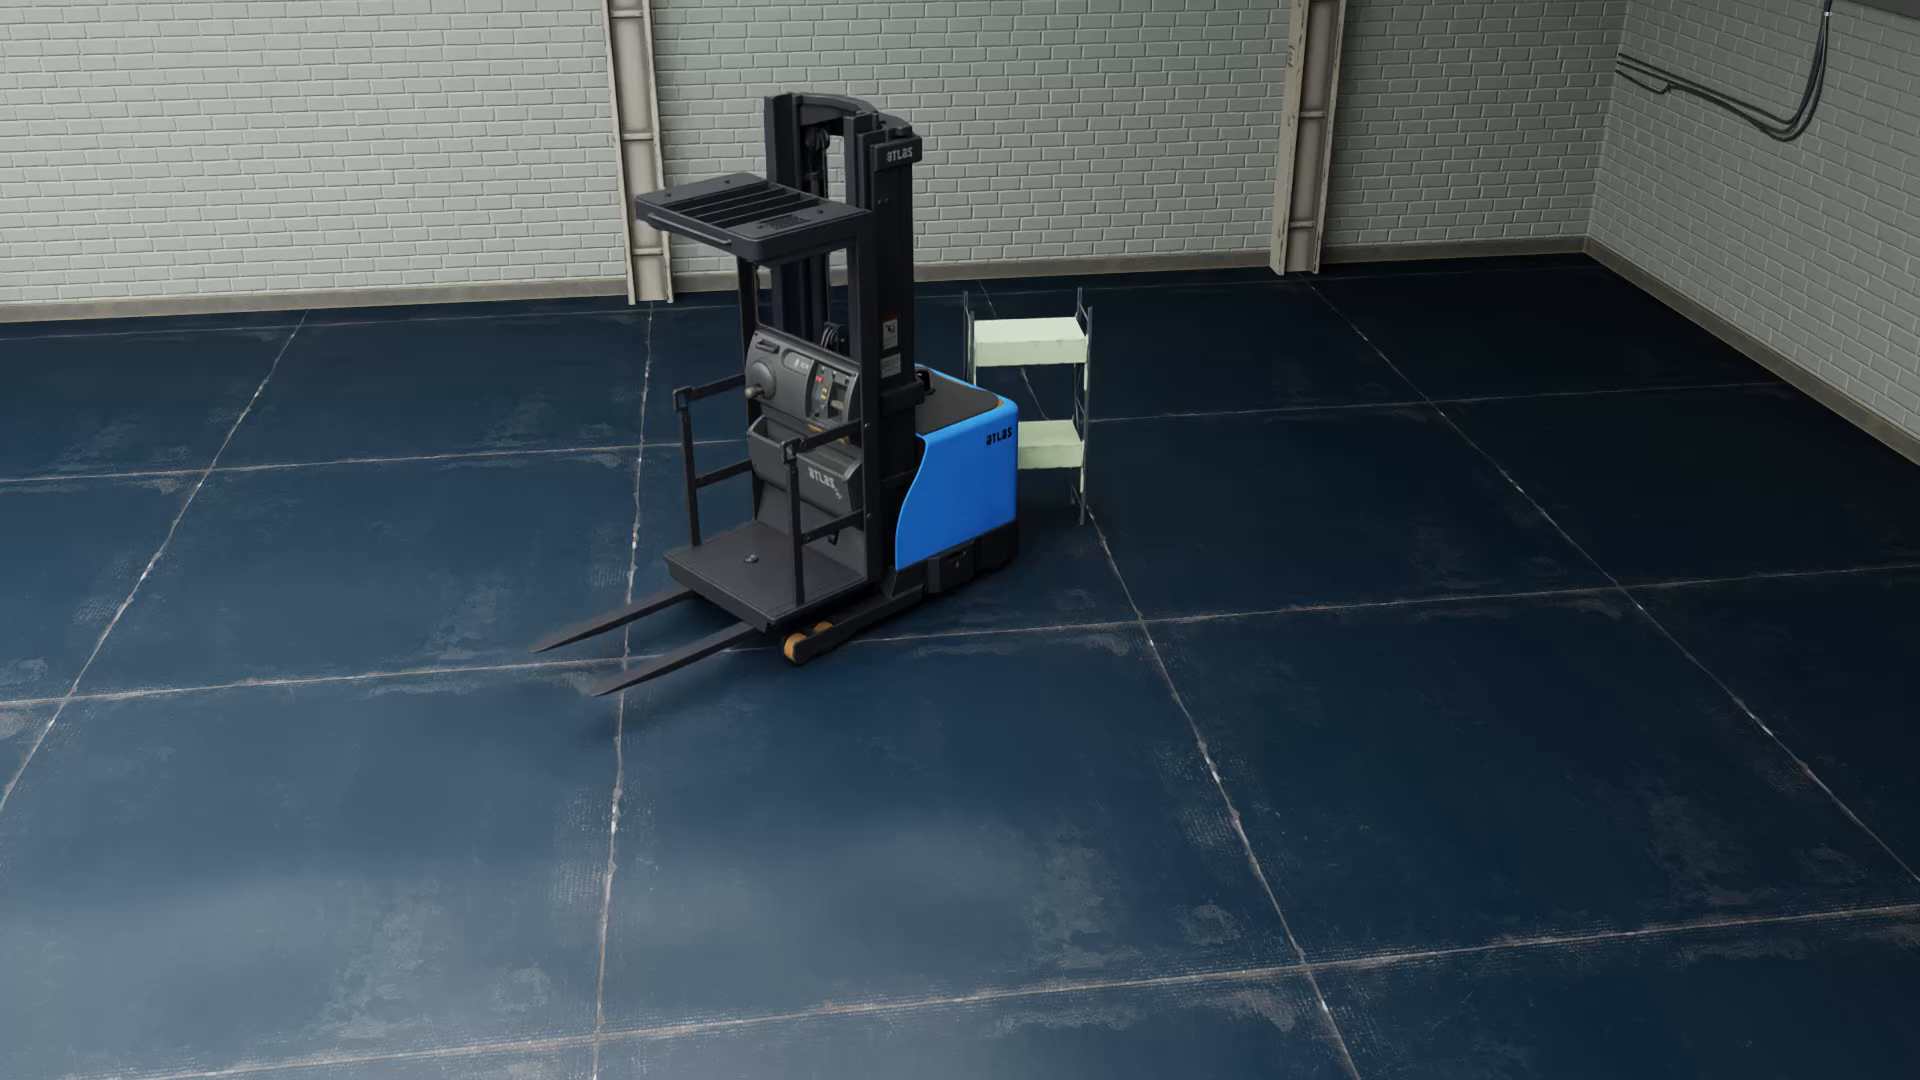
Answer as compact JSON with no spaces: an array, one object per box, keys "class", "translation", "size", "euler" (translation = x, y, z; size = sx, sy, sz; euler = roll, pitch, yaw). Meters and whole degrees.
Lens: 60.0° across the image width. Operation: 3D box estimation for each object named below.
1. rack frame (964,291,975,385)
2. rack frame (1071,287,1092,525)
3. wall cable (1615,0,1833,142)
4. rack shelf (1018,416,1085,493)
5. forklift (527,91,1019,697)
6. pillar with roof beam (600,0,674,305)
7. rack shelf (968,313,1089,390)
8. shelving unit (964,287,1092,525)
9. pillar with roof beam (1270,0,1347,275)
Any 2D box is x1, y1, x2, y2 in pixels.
[{"class":"rack frame","translation":[0.057,-0.820,10.706],"size":[0.023,1.500,0.400],"euler":[-3,27,-6]},{"class":"rack frame","translation":[0.784,-0.857,10.777],"size":[0.023,1.500,0.400],"euler":[-3,27,-6]},{"class":"wall cable","translation":[6.263,-4.778,13.606],"size":[0.112,2.526,3.097],"euler":[-4,27,-7]},{"class":"rack shelf","translation":[0.420,-0.548,10.890],"size":[0.720,0.370,0.431],"euler":[-3,27,-6]},{"class":"forklift","translation":[-1.047,-0.876,9.246],"size":[3.031,2.935,1.130],"euler":[-23,35,-38]},{"class":"pillar with roof beam","translation":[-2.181,-4.242,9.160],"size":[0.400,9.000,9.100],"euler":[-4,27,-7]},{"class":"rack shelf","translation":[0.420,-1.186,10.563],"size":[0.720,0.370,0.431],"euler":[-3,27,-6]},{"class":"shelving unit","translation":[0.420,-0.838,10.741],"size":[0.755,1.500,0.431],"euler":[-3,27,-6]},{"class":"pillar with roof beam","translation":[3.761,-4.624,9.904],"size":[0.400,9.000,9.100],"euler":[-4,27,-7]}]
